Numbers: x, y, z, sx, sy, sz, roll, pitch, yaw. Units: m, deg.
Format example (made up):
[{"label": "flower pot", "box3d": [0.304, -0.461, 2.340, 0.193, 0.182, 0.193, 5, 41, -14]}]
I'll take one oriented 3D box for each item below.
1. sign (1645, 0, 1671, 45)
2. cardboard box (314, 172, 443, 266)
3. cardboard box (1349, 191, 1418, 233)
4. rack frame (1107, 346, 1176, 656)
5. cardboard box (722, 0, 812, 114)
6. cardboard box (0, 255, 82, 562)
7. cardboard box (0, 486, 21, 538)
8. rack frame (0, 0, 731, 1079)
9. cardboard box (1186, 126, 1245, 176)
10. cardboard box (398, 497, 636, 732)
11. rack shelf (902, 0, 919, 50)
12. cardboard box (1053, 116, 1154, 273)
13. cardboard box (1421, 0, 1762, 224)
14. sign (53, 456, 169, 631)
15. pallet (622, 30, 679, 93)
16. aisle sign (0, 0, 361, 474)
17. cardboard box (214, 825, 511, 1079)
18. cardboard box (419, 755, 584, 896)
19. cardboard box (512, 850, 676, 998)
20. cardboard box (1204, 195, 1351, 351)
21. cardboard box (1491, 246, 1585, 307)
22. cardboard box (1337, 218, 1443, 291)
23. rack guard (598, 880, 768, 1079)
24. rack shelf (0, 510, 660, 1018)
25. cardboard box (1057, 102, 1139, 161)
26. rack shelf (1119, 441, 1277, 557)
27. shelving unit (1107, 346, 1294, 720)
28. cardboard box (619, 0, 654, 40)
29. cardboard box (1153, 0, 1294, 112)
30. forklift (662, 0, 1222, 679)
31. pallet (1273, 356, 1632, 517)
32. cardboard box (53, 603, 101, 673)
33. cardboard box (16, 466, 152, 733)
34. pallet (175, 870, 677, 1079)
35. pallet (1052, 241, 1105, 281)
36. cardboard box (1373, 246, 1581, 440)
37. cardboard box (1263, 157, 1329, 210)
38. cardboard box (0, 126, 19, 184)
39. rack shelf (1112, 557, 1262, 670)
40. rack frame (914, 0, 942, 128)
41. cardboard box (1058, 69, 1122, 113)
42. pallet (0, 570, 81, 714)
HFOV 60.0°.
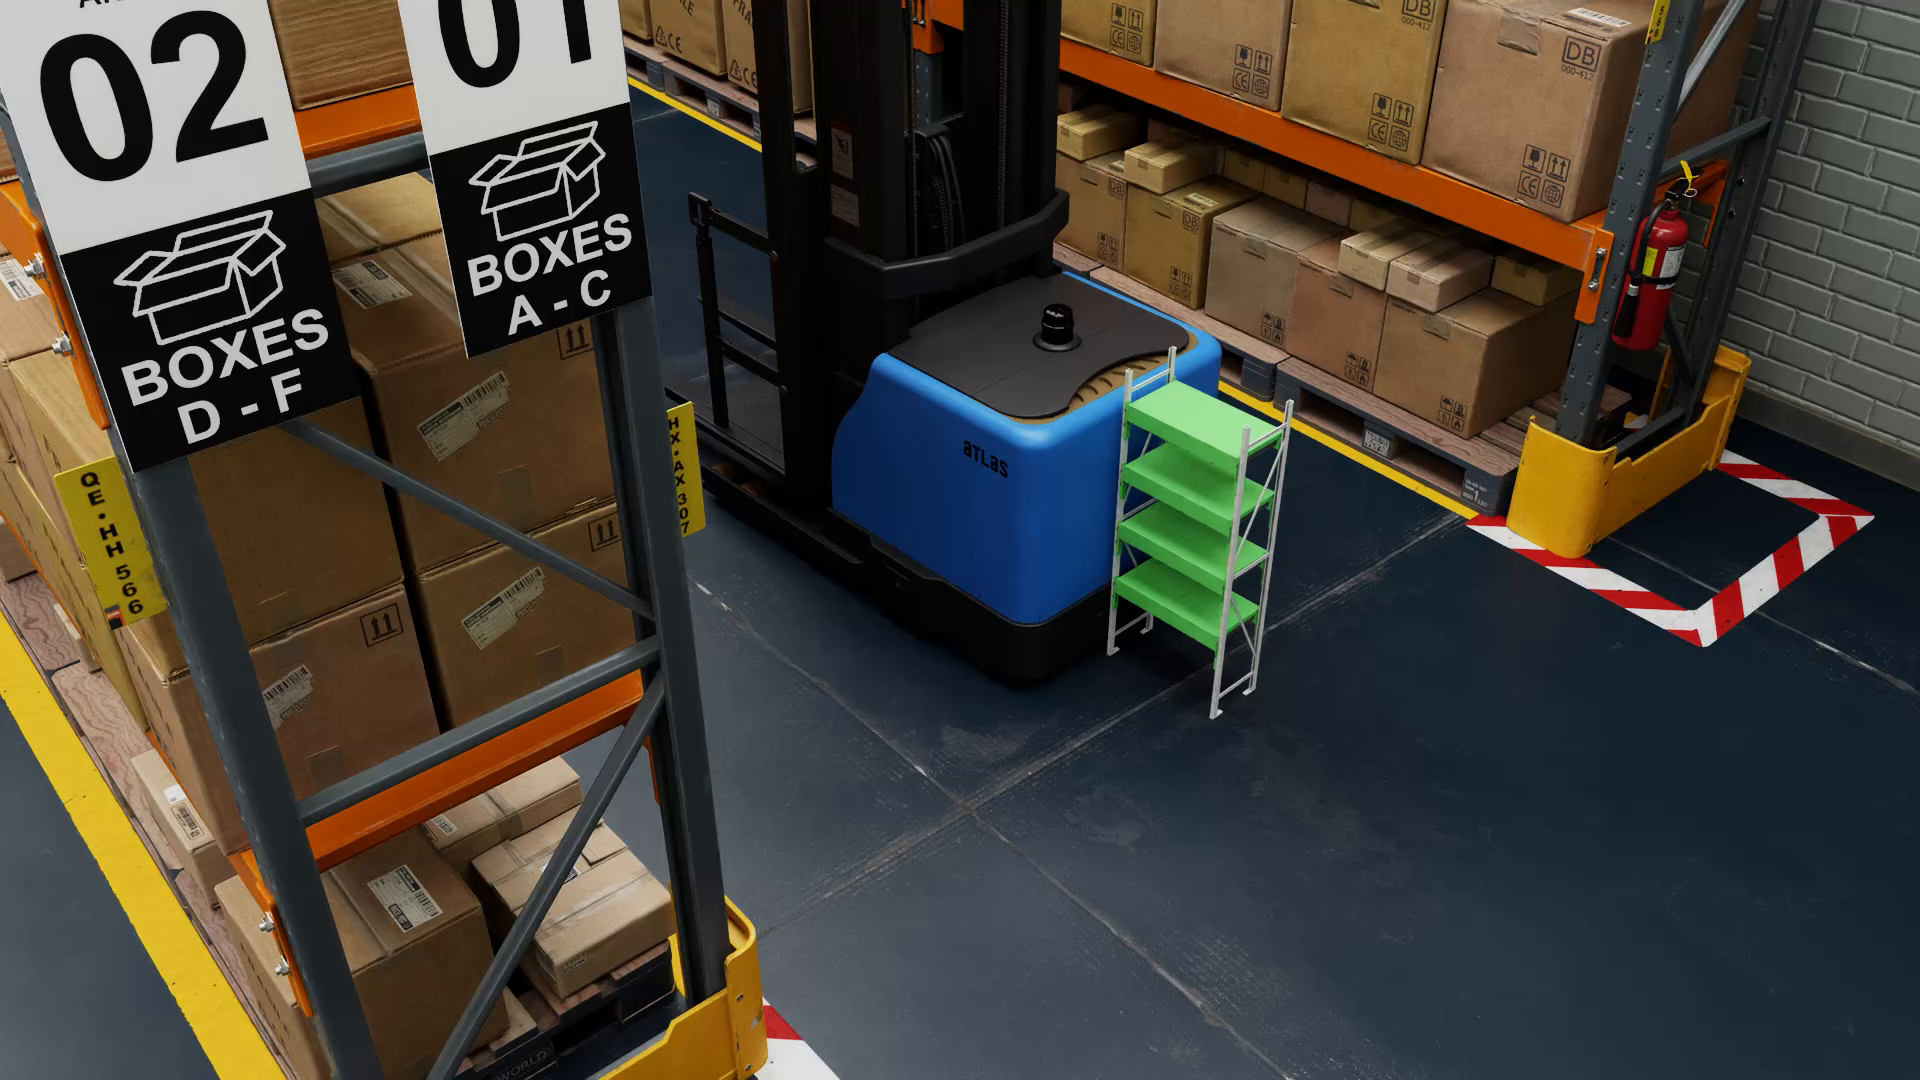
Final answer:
[{"label": "sign", "box3d": [2.335, -1.810, 5.504, 0.100, 0.325, 0.005, -26, 43, -32]}, {"label": "cardboard box", "box3d": [-1.451, -0.559, 3.992, 0.500, 0.500, 0.500, -26, 43, -31]}, {"label": "cardboard box", "box3d": [1.975, -1.478, 7.480, 0.380, 0.149, 0.250, -26, 43, -31]}, {"label": "rack frame", "box3d": [0.635, -0.111, 5.869, 0.240, 1.200, 0.015, -29, 44, -34]}, {"label": "cardboard box", "box3d": [-0.917, -3.127, 10.067, 0.750, 0.750, 0.750, -25, 42, -30]}, {"label": "cardboard box", "box3d": [-1.847, -0.353, 3.702, 0.500, 0.500, 0.500, -25, 42, -31]}, {"label": "cardboard box", "box3d": [-2.500, -0.398, 4.629, 0.500, 0.500, 0.500, -27, 43, -32]}, {"label": "rack frame", "box3d": [-1.023, 0.412, 3.573, 1.000, 3.000, 0.127, -26, 43, -32]}, {"label": "cardboard box", "box3d": [1.314, -1.929, 8.117, 0.380, 0.149, 0.250, -26, 43, -31]}, {"label": "cardboard box", "box3d": [-1.108, 0.077, 3.959, 0.500, 0.500, 0.500, -25, 42, -31]}, {"label": "rack shelf", "box3d": [-1.113, -3.793, 10.132, 1.077, 0.370, 4.000, -26, 43, -32]}, {"label": "cardboard box", "box3d": [0.903, -1.763, 8.443, 0.700, 0.500, 0.500, -26, 43, -32]}, {"label": "cardboard box", "box3d": [2.422, -1.781, 6.410, 0.980, 0.700, 0.700, -24, 42, -30]}, {"label": "sign", "box3d": [-1.460, 0.009, 2.867, 0.100, 0.325, 0.005, -26, 43, -32]}, {"label": "pallet", "box3d": [-1.953, -3.455, 11.446, 1.003, 0.211, 1.213, -26, 43, -32]}, {"label": "aisle sign", "box3d": [-1.213, -0.504, 2.618, 0.394, 0.787, 0.004, -26, 43, -32]}, {"label": "cardboard box", "box3d": [-1.562, 1.104, 4.377, 0.500, 0.500, 0.500, -26, 43, -32]}, {"label": "cardboard box", "box3d": [-1.480, 0.788, 5.040, 0.500, 0.250, 0.500, -26, 43, -32]}, {"label": "cardboard box", "box3d": [-1.031, 1.083, 4.712, 0.380, 0.149, 0.250, -26, 43, -32]}, {"label": "cardboard box", "box3d": [1.583, -1.303, 7.794, 0.700, 0.500, 0.500, -28, 44, -33]}, {"label": "cardboard box", "box3d": [2.464, -1.144, 7.009, 0.380, 0.149, 0.250, -26, 43, -31]}, {"label": "cardboard box", "box3d": [1.843, -1.226, 7.124, 0.380, 0.149, 0.250, -25, 42, -31]}, {"label": "rack guard", "box3d": [-1.072, 1.399, 4.343, 1.175, 0.500, 0.348, -26, 43, -32]}, {"label": "rack shelf", "box3d": [-2.314, -0.177, 5.028, 1.077, 0.370, 4.000, -26, 43, -32]}, {"label": "cardboard box", "box3d": [0.663, -2.032, 8.261, 0.380, 0.149, 0.250, -24, 42, -30]}, {"label": "rack shelf", "box3d": [0.804, -0.153, 5.623, 0.258, 0.148, 0.480, -29, 44, -34]}, {"label": "shelving unit", "box3d": [0.804, -0.009, 5.725, 0.258, 1.200, 0.503, -29, 44, -34]}, {"label": "cardboard box", "box3d": [-2.030, -3.890, 11.144, 0.750, 0.750, 0.750, -27, 43, -32]}, {"label": "cardboard box", "box3d": [1.459, -2.438, 7.338, 0.980, 0.700, 0.700, -28, 44, -34]}, {"label": "forklift", "box3d": [-0.432, -1.457, 6.271, 1.130, 2.935, 3.031, -29, 44, -34]}, {"label": "pallet", "box3d": [2.183, -0.623, 7.447, 1.003, 0.211, 1.213, -26, 43, -32]}, {"label": "cardboard box", "box3d": [-2.933, 0.267, 5.849, 0.380, 0.166, 0.250, -26, 43, -32]}, {"label": "cardboard box", "box3d": [-1.857, 0.047, 4.001, 0.500, 0.500, 0.500, -26, 43, -31]}, {"label": "pallet", "box3d": [-1.587, 1.165, 4.923, 1.003, 0.211, 1.213, -26, 43, -32]}, {"label": "pallet", "box3d": [0.608, -1.700, 8.968, 1.003, 0.211, 1.213, -26, 43, -32]}, {"label": "cardboard box", "box3d": [2.231, -0.860, 7.169, 0.700, 0.500, 0.500, -26, 43, -32]}, {"label": "cardboard box", "box3d": [1.644, -1.703, 7.798, 0.380, 0.149, 0.250, -26, 43, -31]}, {"label": "cardboard box", "box3d": [-1.556, -0.879, 2.931, 0.500, 0.250, 0.500, -26, 43, -32]}, {"label": "rack shelf", "box3d": [0.804, 0.239, 5.901, 0.258, 0.148, 0.480, -29, 44, -34]}, {"label": "rack frame", "box3d": [0.177, -3.203, 8.677, 1.000, 3.000, 0.127, -26, 43, -32]}, {"label": "cardboard box", "box3d": [0.640, -2.389, 8.766, 0.380, 0.149, 0.250, -26, 43, -32]}, {"label": "pallet", "box3d": [-3.162, 0.088, 6.444, 1.003, 0.211, 1.213, -26, 43, -32]}]
